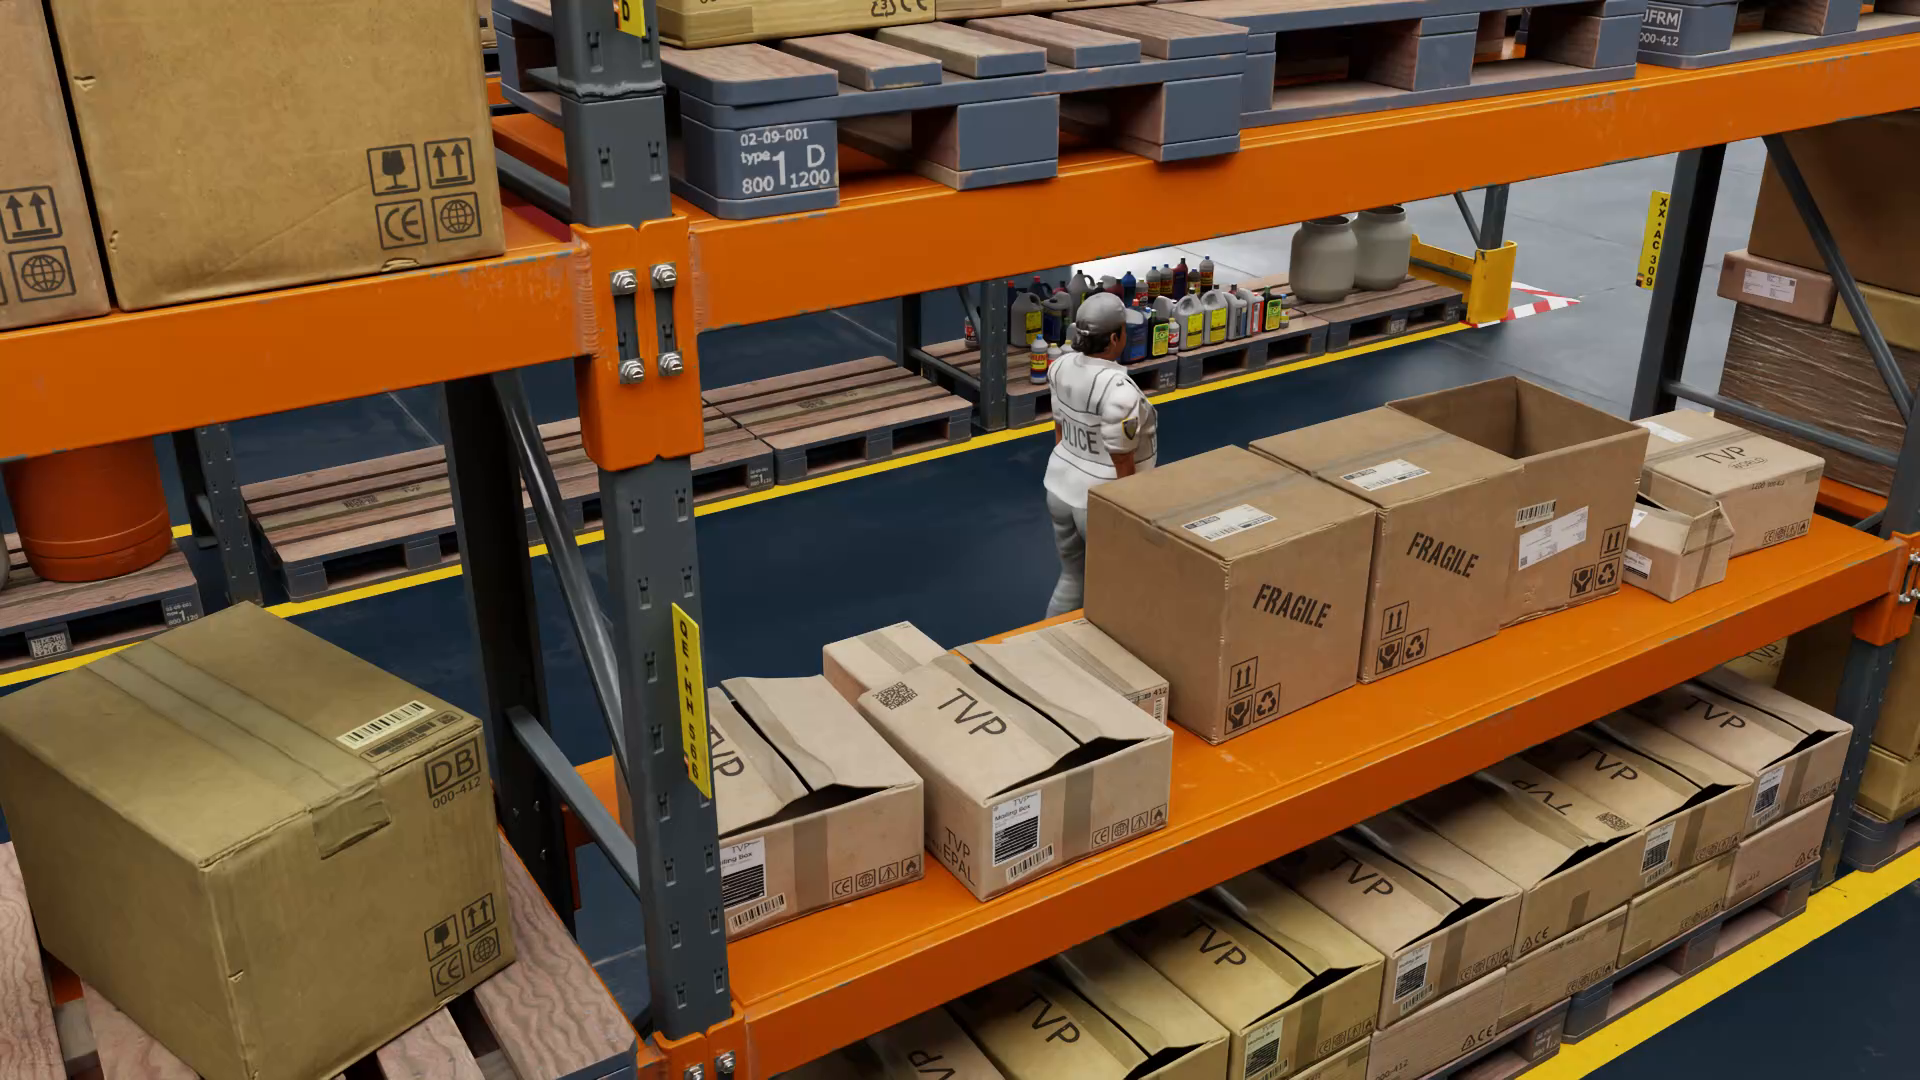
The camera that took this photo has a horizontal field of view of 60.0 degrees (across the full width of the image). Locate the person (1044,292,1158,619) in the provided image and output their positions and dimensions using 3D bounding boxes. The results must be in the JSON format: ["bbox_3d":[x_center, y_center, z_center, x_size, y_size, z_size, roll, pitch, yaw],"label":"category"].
[{"bbox_3d":[0.540,-0.151,6.441,0.391,1.662,0.466,-15,29,-28],"label":"person"}]
